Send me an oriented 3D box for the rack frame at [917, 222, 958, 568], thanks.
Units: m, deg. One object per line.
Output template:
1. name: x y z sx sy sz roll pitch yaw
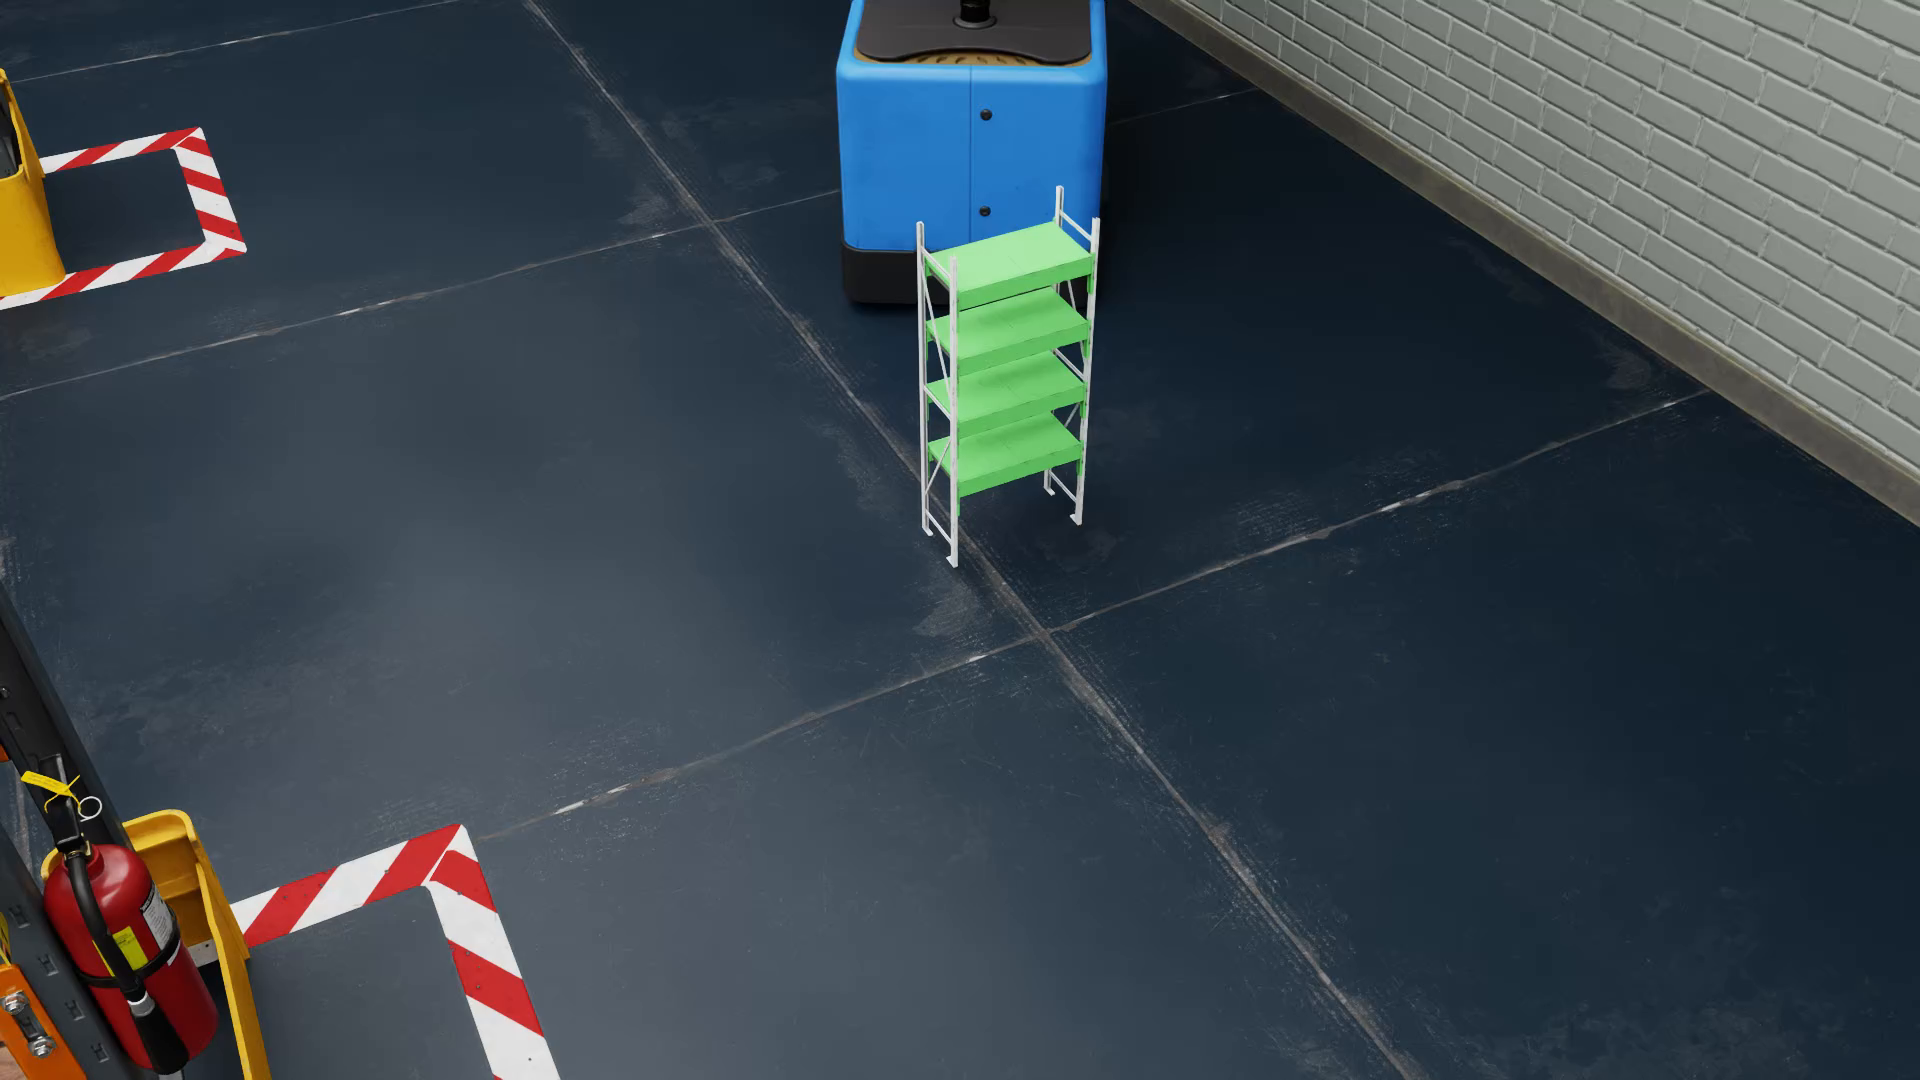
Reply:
1. rack frame: -0.070 -0.435 5.335 0.015 1.200 0.240 -19 44 -21

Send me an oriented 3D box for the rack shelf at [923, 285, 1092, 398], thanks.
1. rack shelf: 0.147 -0.642 5.307 0.480 0.148 0.258 -19 44 -21

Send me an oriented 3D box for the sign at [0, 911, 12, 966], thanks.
1. sign: -1.580 0.547 2.655 0.005 0.325 0.100 -19 44 -21

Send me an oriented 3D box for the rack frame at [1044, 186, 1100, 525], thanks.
1. rack frame: 0.363 -0.580 5.507 0.015 1.200 0.240 -19 44 -21

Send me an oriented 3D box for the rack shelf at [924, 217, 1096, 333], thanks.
1. rack shelf: 0.147 -0.825 5.152 0.480 0.148 0.258 -19 44 -21

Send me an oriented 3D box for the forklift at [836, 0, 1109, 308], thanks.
1. forklift: 0.109 -2.995 7.019 1.130 2.935 3.031 2 40 2

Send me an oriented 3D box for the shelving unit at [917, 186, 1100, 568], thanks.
1. shelving unit: 0.147 -0.507 5.421 0.503 1.200 0.258 -19 44 -21

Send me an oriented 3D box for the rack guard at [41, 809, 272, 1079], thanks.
1. rack guard: -1.834 1.239 3.899 0.348 0.500 1.175 -19 44 -21

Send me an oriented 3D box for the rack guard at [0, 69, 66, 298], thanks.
1. rack guard: -4.201 -1.563 7.210 0.348 0.500 1.175 -19 44 -21

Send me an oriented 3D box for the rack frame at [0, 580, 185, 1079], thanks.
1. rack frame: -1.849 0.299 3.075 0.127 3.000 1.000 -19 44 -21

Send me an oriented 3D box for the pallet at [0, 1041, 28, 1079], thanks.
1. pallet: -2.598 1.588 3.711 1.213 0.211 1.003 -19 44 -21

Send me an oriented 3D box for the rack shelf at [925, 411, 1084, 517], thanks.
1. rack shelf: 0.147 -0.275 5.617 0.480 0.148 0.258 -19 44 -21

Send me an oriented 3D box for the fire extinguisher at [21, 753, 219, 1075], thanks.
1. fire extinguisher: -1.505 0.687 2.966 0.183 0.674 0.296 -19 44 -21

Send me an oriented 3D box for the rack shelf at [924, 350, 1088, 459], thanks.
1. rack shelf: 0.147 -0.459 5.462 0.480 0.148 0.258 -19 44 -21

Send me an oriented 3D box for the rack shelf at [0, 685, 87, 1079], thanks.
1. rack shelf: -3.623 1.171 2.602 4.000 0.370 1.077 -19 44 -21

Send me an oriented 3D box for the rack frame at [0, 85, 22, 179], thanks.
1. rack frame: -4.134 -2.540 6.429 0.127 3.000 1.000 -19 44 -21
